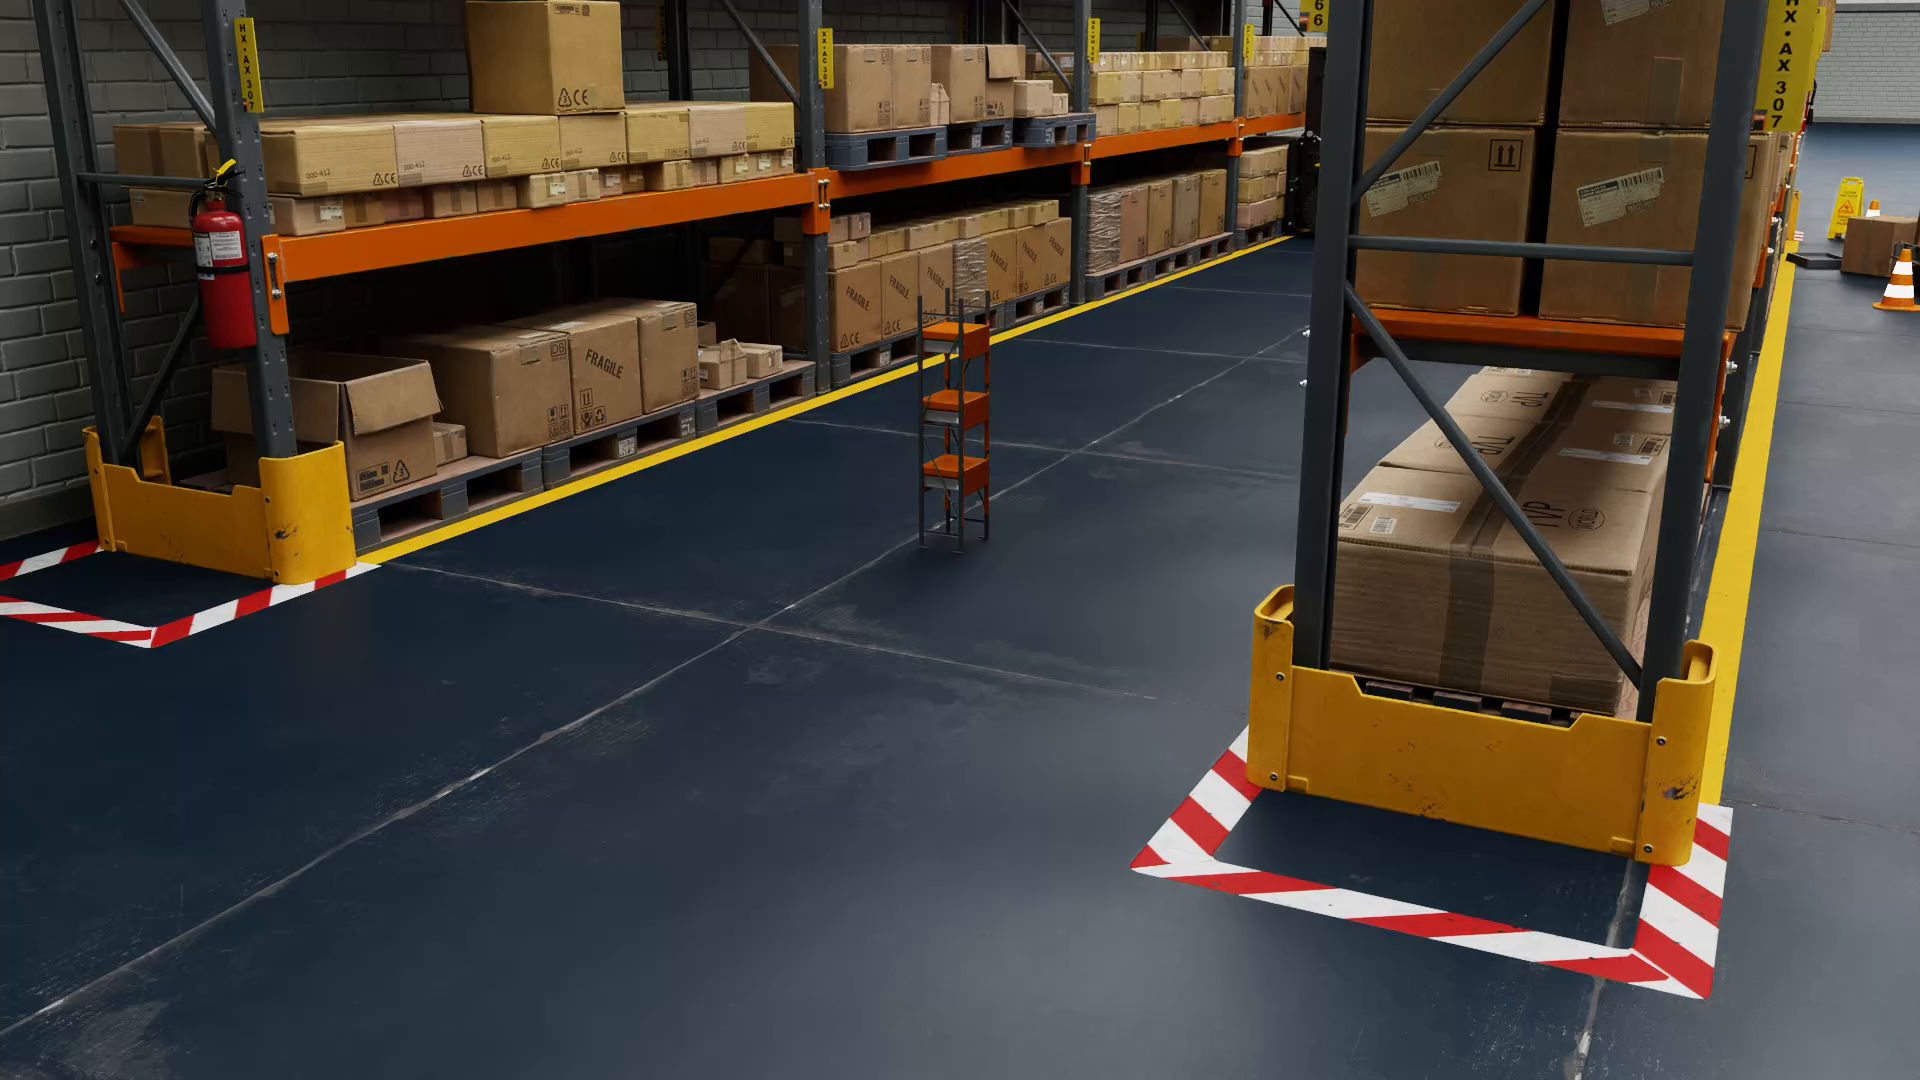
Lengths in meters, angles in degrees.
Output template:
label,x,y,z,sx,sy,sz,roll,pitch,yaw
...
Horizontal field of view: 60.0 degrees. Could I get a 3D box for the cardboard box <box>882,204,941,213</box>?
label,x,y,z,sx,sy,sz,roll,pitch,yaw
cardboard box,-0.363,-2.419,12.412,0.380,0.149,0.250,7,18,23

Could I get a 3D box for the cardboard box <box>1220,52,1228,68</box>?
label,x,y,z,sx,sy,sz,roll,pitch,yaw
cardboard box,2.369,-4.655,16.115,0.380,0.149,0.250,9,19,27

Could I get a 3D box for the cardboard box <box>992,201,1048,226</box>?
label,x,y,z,sx,sy,sz,roll,pitch,yaw
cardboard box,0.447,-2.476,12.604,0.380,0.149,0.250,7,18,23

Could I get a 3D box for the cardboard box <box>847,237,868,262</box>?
label,x,y,z,sx,sy,sz,roll,pitch,yaw
cardboard box,-0.799,-1.826,10.417,0.380,0.149,0.250,8,18,24

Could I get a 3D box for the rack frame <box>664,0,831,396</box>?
label,x,y,z,sx,sy,sz,roll,pitch,yaw
rack frame,-1.252,-2.374,9.749,1.000,3.000,0.127,8,18,25

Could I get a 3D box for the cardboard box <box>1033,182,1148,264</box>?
label,x,y,z,sx,sy,sz,roll,pitch,yaw
cardboard box,1.111,-2.781,14.551,0.875,0.625,0.625,9,19,27

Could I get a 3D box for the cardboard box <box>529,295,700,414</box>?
label,x,y,z,sx,sy,sz,roll,pitch,yaw
cardboard box,-1.801,-0.979,8.706,0.700,0.500,0.500,7,18,23

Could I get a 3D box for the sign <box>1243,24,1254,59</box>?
label,x,y,z,sx,sy,sz,roll,pitch,yaw
sign,2.812,-4.862,16.232,0.100,0.325,0.005,8,18,25

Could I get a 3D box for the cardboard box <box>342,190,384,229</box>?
label,x,y,z,sx,sy,sz,roll,pitch,yaw
cardboard box,-2.575,-1.354,6.757,0.380,0.149,0.250,9,19,27

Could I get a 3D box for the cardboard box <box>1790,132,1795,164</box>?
label,x,y,z,sx,sy,sz,roll,pitch,yaw
cardboard box,4.770,-2.397,10.088,0.500,0.250,0.500,8,19,26

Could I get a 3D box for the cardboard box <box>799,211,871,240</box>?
label,x,y,z,sx,sy,sz,roll,pitch,yaw
cardboard box,-0.781,-1.961,10.348,0.380,0.149,0.250,7,18,23

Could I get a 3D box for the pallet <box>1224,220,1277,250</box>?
label,x,y,z,sx,sy,sz,roll,pitch,yaw
pallet,2.715,-3.272,17.671,1.003,0.211,1.213,8,18,25

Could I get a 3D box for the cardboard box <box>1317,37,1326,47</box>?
label,x,y,z,sx,sy,sz,roll,pitch,yaw
cardboard box,3.963,-5.677,19.033,0.380,0.149,0.250,9,19,27

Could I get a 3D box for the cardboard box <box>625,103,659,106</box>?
label,x,y,z,sx,sy,sz,roll,pitch,yaw
cardboard box,-1.933,-2.224,8.986,0.500,0.250,0.500,8,18,25

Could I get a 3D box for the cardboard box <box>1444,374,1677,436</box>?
label,x,y,z,sx,sy,sz,roll,pitch,yaw
cardboard box,2.414,-0.342,6.671,0.875,0.438,0.875,8,18,24

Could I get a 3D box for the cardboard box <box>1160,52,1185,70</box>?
label,x,y,z,sx,sy,sz,roll,pitch,yaw
cardboard box,1.775,-4.249,14.746,0.380,0.149,0.250,8,18,24

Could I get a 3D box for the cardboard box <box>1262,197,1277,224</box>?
label,x,y,z,sx,sy,sz,roll,pitch,yaw
cardboard box,3.048,-3.507,17.657,0.500,0.250,0.500,8,18,24

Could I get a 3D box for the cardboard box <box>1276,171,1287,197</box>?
label,x,y,z,sx,sy,sz,roll,pitch,yaw
cardboard box,3.273,-3.874,18.012,0.500,0.250,0.500,8,18,25

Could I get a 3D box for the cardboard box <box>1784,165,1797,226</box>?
label,x,y,z,sx,sy,sz,roll,pitch,yaw
cardboard box,7.270,-3.140,15.102,0.500,0.500,0.500,9,19,28

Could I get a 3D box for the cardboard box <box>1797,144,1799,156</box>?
label,x,y,z,sx,sy,sz,roll,pitch,yaw
cardboard box,7.725,-3.675,15.765,0.380,0.149,0.250,9,19,29

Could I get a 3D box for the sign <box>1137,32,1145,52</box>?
label,x,y,z,sx,sy,sz,roll,pitch,yaw
sign,1.825,-4.935,16.712,0.100,0.325,0.005,8,18,25

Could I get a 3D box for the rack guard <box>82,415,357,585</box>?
label,x,y,z,sx,sy,sz,roll,pitch,yaw
rack guard,-3.006,-0.176,6.740,1.175,0.500,0.348,8,18,25

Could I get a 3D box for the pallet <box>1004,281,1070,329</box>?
label,x,y,z,sx,sy,sz,roll,pitch,yaw
pallet,0.168,-1.871,12.953,1.003,0.211,1.213,8,18,25

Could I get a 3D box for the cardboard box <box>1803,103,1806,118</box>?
label,x,y,z,sx,sy,sz,roll,pitch,yaw
cardboard box,8.341,-4.347,16.832,0.380,0.149,0.250,8,19,26

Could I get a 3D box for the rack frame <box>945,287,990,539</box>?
label,x,y,z,sx,sy,sz,roll,pitch,yaw
rack frame,0.031,-0.521,6.934,0.200,1.050,0.008,8,18,25

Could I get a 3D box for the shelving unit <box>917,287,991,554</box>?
label,x,y,z,sx,sy,sz,roll,pitch,yaw
shelving unit,-0.024,-0.490,6.829,0.215,1.050,0.252,8,18,25

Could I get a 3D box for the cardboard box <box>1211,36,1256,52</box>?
label,x,y,z,sx,sy,sz,roll,pitch,yaw
cardboard box,2.730,-4.957,16.607,0.380,0.149,0.250,9,19,26

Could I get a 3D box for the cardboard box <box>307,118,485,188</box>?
label,x,y,z,sx,sy,sz,roll,pitch,yaw
cardboard box,-2.371,-1.636,7.004,0.500,0.250,0.500,8,18,26

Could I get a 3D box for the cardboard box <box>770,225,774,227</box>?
label,x,y,z,sx,sy,sz,roll,pitch,yaw
cardboard box,-1.041,-2.018,11.063,0.380,0.149,0.250,7,18,23

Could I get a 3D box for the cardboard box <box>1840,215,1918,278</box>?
label,x,y,z,sx,sy,sz,roll,pitch,yaw
cardboard box,8.461,-2.684,15.179,0.500,0.500,0.500,-7,18,-22

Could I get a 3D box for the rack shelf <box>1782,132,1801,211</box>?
label,x,y,z,sx,sy,sz,roll,pitch,yaw
rack shelf,5.871,-2.927,12.874,1.077,0.370,4.000,8,18,25

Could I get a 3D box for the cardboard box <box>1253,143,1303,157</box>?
label,x,y,z,sx,sy,sz,roll,pitch,yaw
cardboard box,3.511,-4.248,18.393,0.500,0.250,0.500,8,18,24

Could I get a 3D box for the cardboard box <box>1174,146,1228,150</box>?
label,x,y,z,sx,sy,sz,roll,pitch,yaw
cardboard box,2.582,-4.055,17.745,0.500,0.250,0.500,8,18,25

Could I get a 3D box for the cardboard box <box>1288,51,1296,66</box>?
label,x,y,z,sx,sy,sz,roll,pitch,yaw
cardboard box,3.409,-5.210,17.982,0.380,0.149,0.250,8,18,24

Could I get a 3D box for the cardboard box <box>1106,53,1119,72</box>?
label,x,y,z,sx,sy,sz,roll,pitch,yaw
cardboard box,1.059,-3.864,13.450,0.380,0.149,0.250,9,19,27

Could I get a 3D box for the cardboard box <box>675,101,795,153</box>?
label,x,y,z,sx,sy,sz,roll,pitch,yaw
cardboard box,-1.261,-2.284,9.187,0.500,0.250,0.500,9,19,27

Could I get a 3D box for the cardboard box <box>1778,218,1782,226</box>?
label,x,y,z,sx,sy,sz,roll,pitch,yaw
cardboard box,6.533,-2.589,14.351,0.950,0.372,0.625,8,18,26

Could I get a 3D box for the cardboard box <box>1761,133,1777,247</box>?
label,x,y,z,sx,sy,sz,roll,pitch,yaw
cardboard box,2.527,-1.248,5.781,0.500,0.500,0.500,9,19,27

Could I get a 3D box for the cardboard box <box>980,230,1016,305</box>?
label,x,y,z,sx,sy,sz,roll,pitch,yaw
cardboard box,0.074,-2.001,12.146,0.500,0.500,0.500,9,19,28

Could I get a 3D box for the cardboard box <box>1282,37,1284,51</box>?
label,x,y,z,sx,sy,sz,roll,pitch,yaw
cardboard box,3.235,-5.295,17.746,0.380,0.149,0.250,8,18,25

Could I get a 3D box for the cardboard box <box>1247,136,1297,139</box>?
label,x,y,z,sx,sy,sz,roll,pitch,yaw
cardboard box,3.726,-4.695,19.899,0.500,0.250,0.500,8,18,25

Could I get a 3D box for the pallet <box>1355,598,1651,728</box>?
label,x,y,z,sx,sy,sz,roll,pitch,yaw
pallet,1.690,0.398,5.312,1.003,0.211,1.213,8,18,25

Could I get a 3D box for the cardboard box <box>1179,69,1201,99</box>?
label,x,y,z,sx,sy,sz,roll,pitch,yaw
cardboard box,1.875,-4.161,15.149,0.500,0.250,0.500,8,19,26

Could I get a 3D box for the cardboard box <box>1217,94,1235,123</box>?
label,x,y,z,sx,sy,sz,roll,pitch,yaw
cardboard box,2.331,-4.178,16.087,0.500,0.250,0.500,9,19,27

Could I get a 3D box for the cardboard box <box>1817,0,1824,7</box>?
label,x,y,z,sx,sy,sz,roll,pitch,yaw
cardboard box,7.155,-4.536,14.573,0.700,0.500,0.500,8,18,25

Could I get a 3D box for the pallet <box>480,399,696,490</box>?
label,x,y,z,sx,sy,sz,roll,pitch,yaw
pallet,-2.104,-0.551,8.508,1.003,0.211,1.213,8,18,25

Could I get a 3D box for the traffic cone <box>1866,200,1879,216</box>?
label,x,y,z,sx,sy,sz,roll,pitch,yaw
traffic cone,9.514,-3.310,17.357,0.336,0.463,0.334,8,18,25

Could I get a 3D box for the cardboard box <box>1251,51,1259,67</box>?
label,x,y,z,sx,sy,sz,roll,pitch,yaw
cardboard box,2.815,-4.885,16.887,0.380,0.149,0.250,9,19,27

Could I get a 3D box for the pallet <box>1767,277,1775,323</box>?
label,x,y,z,sx,sy,sz,roll,pitch,yaw
pallet,5.874,-1.934,13.166,1.003,0.211,1.213,8,18,25

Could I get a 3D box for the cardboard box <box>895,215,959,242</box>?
label,x,y,z,sx,sy,sz,roll,pitch,yaw
cardboard box,-0.232,-2.159,11.537,0.380,0.149,0.250,8,18,26

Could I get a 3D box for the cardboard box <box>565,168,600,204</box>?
label,x,y,z,sx,sy,sz,roll,pitch,yaw
cardboard box,-1.928,-1.675,7.837,0.380,0.149,0.250,9,19,27

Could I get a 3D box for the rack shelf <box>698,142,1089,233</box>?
label,x,y,z,sx,sy,sz,roll,pitch,yaw
rack shelf,-0.358,-2.539,11.567,1.077,0.370,4.000,8,18,25

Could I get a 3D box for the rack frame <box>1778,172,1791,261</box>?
label,x,y,z,sx,sy,sz,roll,pitch,yaw
rack frame,6.765,-3.781,14.487,1.000,3.000,0.127,8,18,25

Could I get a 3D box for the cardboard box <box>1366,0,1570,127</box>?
label,x,y,z,sx,sy,sz,roll,pitch,yaw
cardboard box,1.405,-1.405,4.555,0.500,0.500,0.500,9,19,27

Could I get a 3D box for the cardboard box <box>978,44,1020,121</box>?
label,x,y,z,sx,sy,sz,roll,pitch,yaw
cardboard box,-0.029,-3.205,11.626,0.797,0.503,0.637,8,18,24

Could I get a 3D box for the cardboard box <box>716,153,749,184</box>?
label,x,y,z,sx,sy,sz,roll,pitch,yaw
cardboard box,-1.360,-2.002,8.938,0.380,0.149,0.250,9,19,27

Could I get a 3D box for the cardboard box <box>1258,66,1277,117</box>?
label,x,y,z,sx,sy,sz,roll,pitch,yaw
cardboard box,2.972,-4.674,17.318,0.500,0.500,0.500,8,19,26

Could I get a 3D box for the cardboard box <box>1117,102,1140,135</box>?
label,x,y,z,sx,sy,sz,roll,pitch,yaw
cardboard box,1.181,-3.531,13.906,0.500,0.250,0.500,8,18,24
